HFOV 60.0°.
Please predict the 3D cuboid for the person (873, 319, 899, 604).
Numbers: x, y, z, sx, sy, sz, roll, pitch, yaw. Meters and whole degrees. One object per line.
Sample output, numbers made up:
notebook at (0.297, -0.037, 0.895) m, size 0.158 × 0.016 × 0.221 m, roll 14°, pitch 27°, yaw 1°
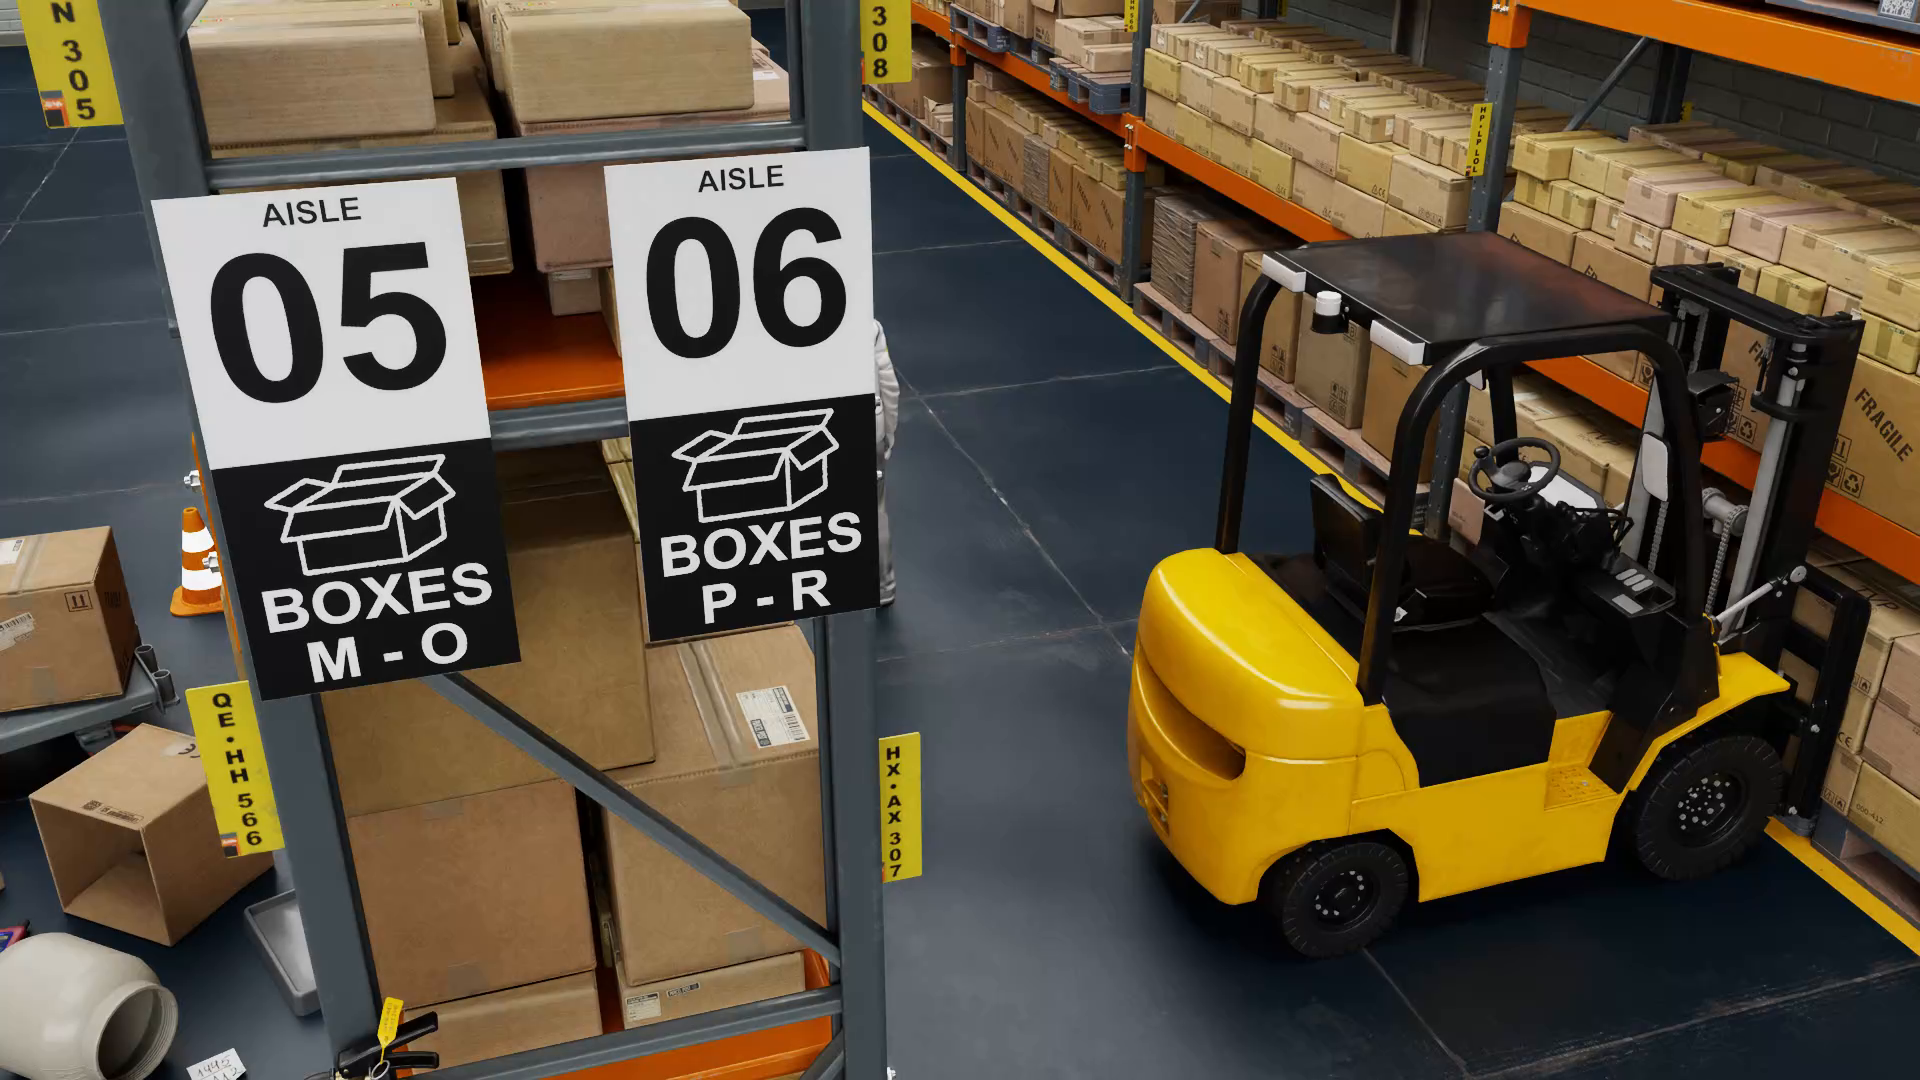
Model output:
person at (-0.531, -0.450, 7.514) m, size 0.535 × 1.662 × 0.374 m, roll -10°, pitch 28°, yaw -19°
